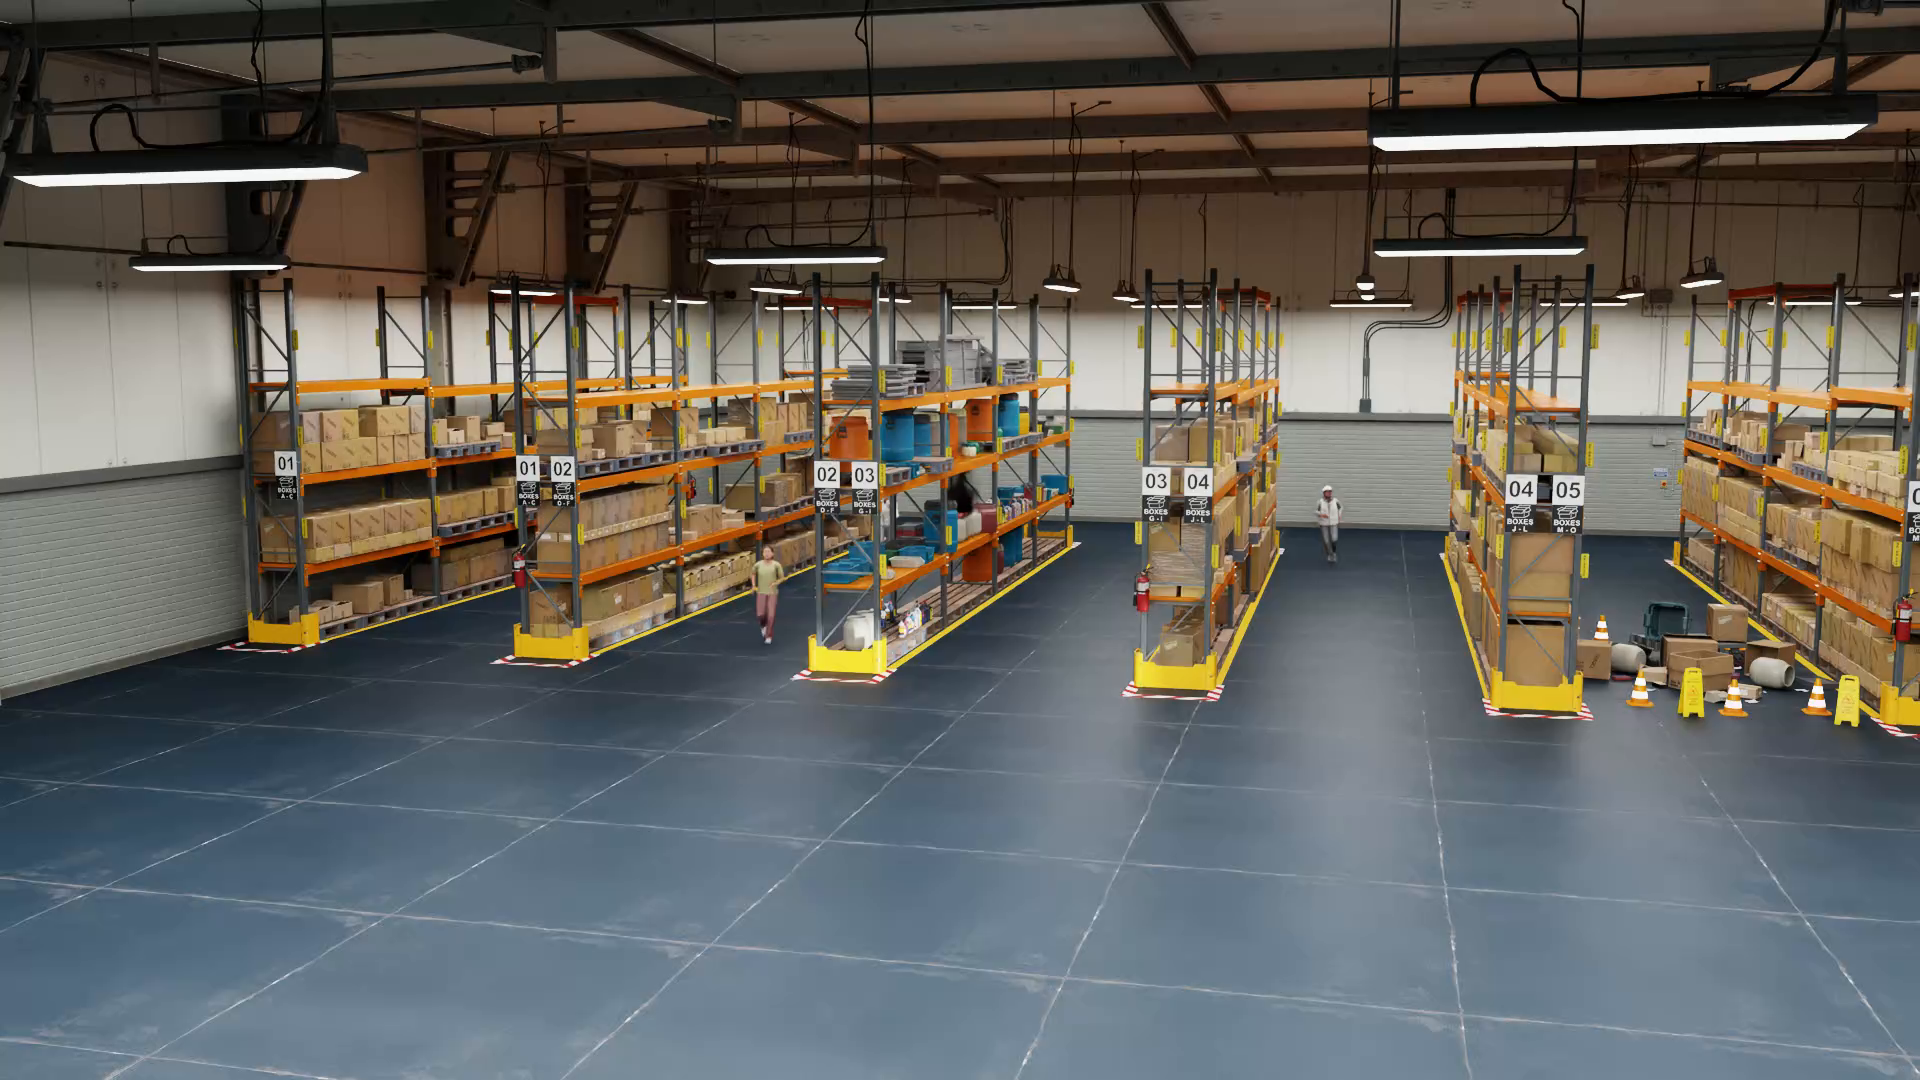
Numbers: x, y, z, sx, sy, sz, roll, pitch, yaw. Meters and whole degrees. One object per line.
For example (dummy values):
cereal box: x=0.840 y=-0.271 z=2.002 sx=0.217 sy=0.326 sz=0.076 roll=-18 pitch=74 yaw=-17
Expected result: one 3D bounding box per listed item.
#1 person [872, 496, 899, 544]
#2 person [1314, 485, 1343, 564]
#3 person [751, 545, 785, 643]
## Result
person: x=-1.672 y=-0.293 z=37.188 sx=0.631 sy=1.711 sz=0.817 roll=1 pitch=7 yaw=10
person: x=8.298 y=-0.352 z=37.455 sx=0.656 sy=1.760 sz=0.633 roll=1 pitch=7 yaw=9
person: x=-3.193 y=0.900 z=27.526 sx=0.581 sy=1.629 sz=0.541 roll=0 pitch=7 yaw=0
